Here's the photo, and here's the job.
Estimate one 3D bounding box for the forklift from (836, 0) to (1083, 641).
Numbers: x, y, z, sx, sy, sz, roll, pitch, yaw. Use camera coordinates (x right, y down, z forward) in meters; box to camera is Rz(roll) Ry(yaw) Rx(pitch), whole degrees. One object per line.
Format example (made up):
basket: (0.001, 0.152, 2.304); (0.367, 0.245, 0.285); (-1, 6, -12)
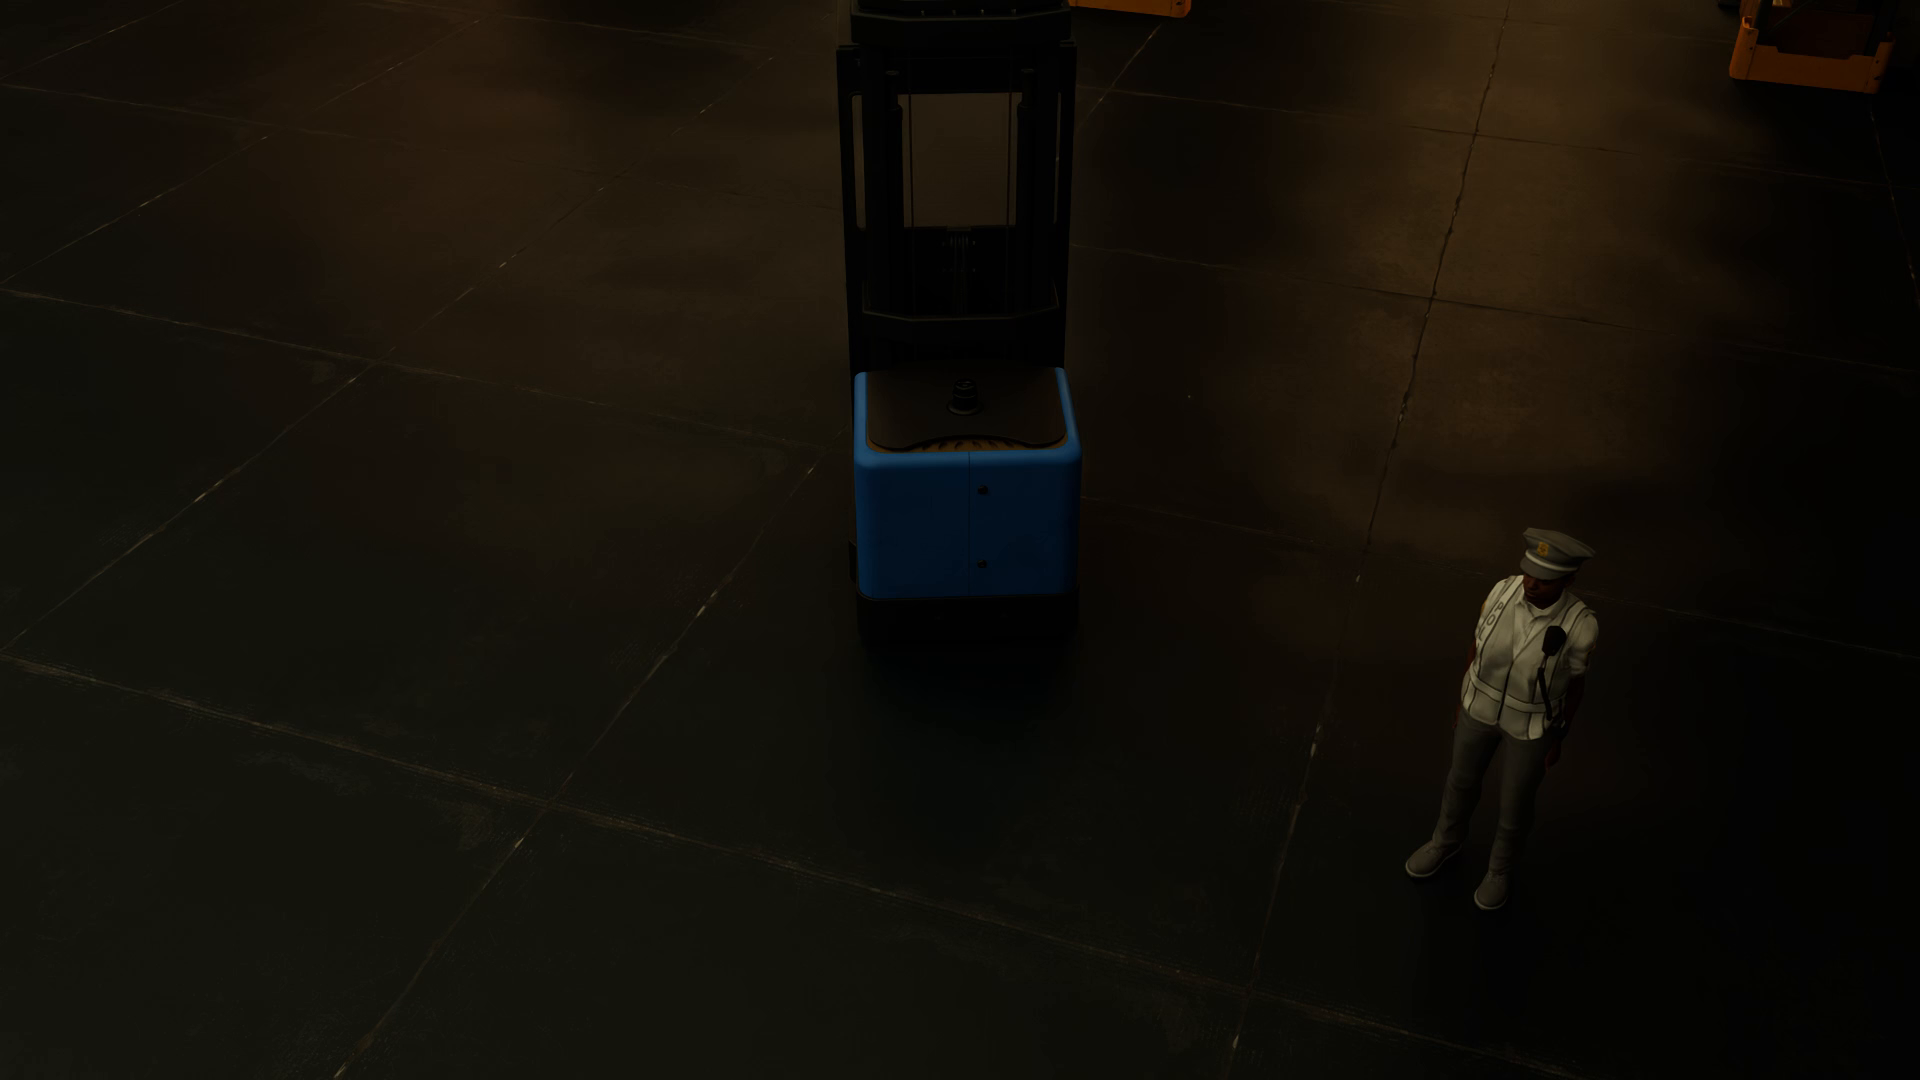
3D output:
forklift: (-0.029, -1.547, 8.293); (1.130, 2.935, 3.031); (-2, 35, -2)

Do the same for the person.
person: (2.060, 0.668, 6.249); (0.446, 1.689, 0.341); (25, 42, 31)
